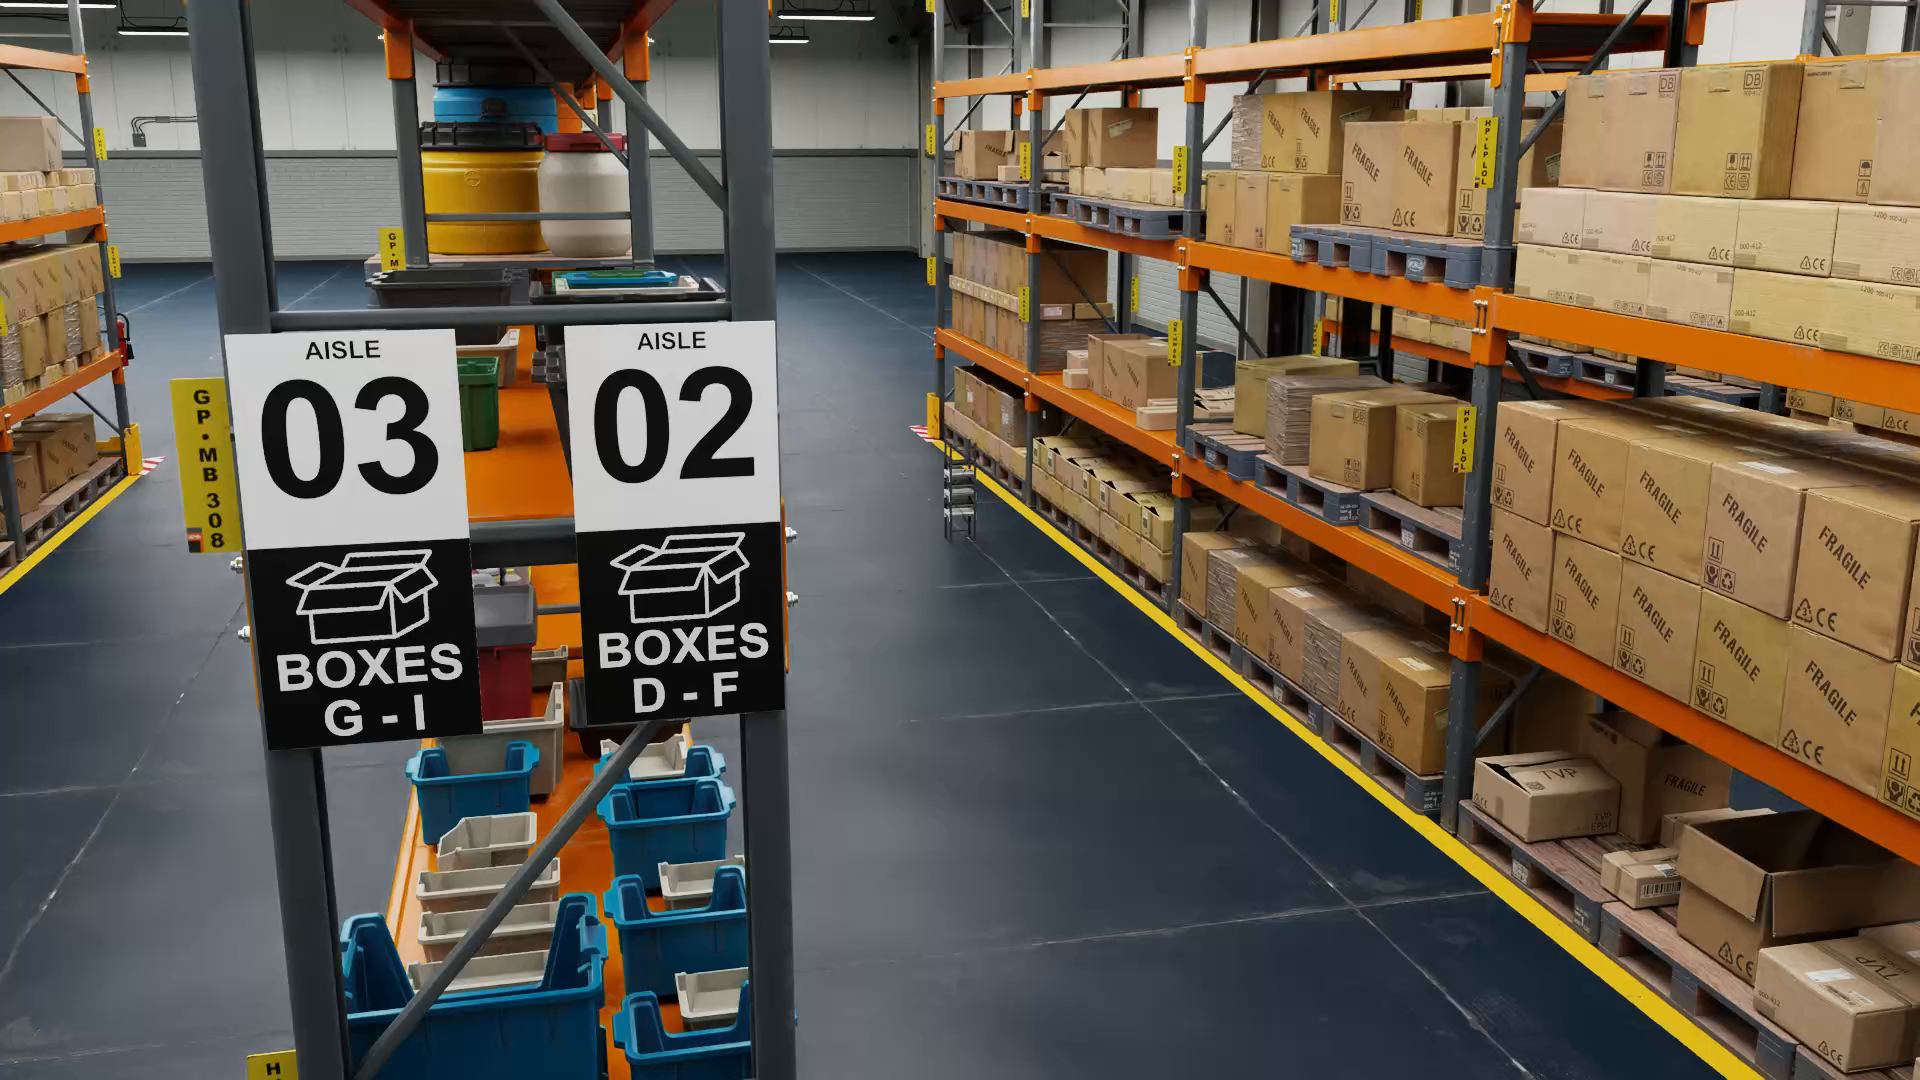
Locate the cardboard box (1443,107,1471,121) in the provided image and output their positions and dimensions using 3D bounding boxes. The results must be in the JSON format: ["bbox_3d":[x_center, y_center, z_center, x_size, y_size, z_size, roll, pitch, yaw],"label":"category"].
[{"bbox_3d":[5.438,-4.313,17.579,0.500,0.500,0.500,-3,14,-10],"label":"cardboard box"}]

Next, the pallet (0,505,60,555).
[{"bbox_3d":[-8.677,-0.054,14.705,1.003,0.211,1.213,-3,14,-13],"label":"pallet"}]

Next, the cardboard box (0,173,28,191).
[{"bbox_3d":[-8.511,-3.168,14.730,0.380,0.149,0.250,-4,14,-14],"label":"cardboard box"}]

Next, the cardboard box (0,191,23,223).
[{"bbox_3d":[-8.471,-2.880,14.392,0.500,0.250,0.500,-3,14,-14],"label":"cardboard box"}]

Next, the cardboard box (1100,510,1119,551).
[{"bbox_3d":[1.484,-0.096,13.907,0.500,0.250,0.500,-3,14,-12],"label":"cardboard box"}]

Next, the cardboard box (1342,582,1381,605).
[{"bbox_3d":[2.783,0.559,10.660,0.500,0.500,0.500,-4,14,-15],"label":"cardboard box"}]

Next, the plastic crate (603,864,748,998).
[{"bbox_3d":[-0.745,1.061,4.490,0.416,0.233,0.300,-3,14,-13],"label":"plastic crate"}]

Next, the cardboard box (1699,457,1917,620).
[{"bbox_3d":[3.225,-0.015,6.351,0.500,0.500,0.500,-3,14,-11],"label":"cardboard box"}]

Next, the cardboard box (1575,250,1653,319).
[{"bbox_3d":[3.011,-1.105,7.124,0.500,0.250,0.500,-3,14,-13],"label":"cardboard box"}]

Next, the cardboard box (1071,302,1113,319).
[{"bbox_3d":[1.270,-2.244,16.214,0.380,0.149,0.250,-3,14,-13],"label":"cardboard box"}]

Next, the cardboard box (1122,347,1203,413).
[{"bbox_3d":[1.674,-1.319,13.797,0.500,0.500,0.500,-4,14,-16],"label":"cardboard box"}]

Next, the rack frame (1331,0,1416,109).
[{"bbox_3d":[5.020,-5.921,20.204,1.000,3.000,0.127,-3,14,-13],"label":"rack frame"}]

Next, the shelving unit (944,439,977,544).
[{"bbox_3d":[0.002,-0.435,14.813,0.258,0.900,0.210,-3,14,-13],"label":"shelving unit"}]

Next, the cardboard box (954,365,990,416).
[{"bbox_3d":[0.235,-1.711,18.941,0.500,0.500,0.500,-3,14,-13],"label":"cardboard box"}]

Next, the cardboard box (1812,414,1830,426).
[{"bbox_3d":[6.801,-0.902,12.785,0.380,0.149,0.250,-3,14,-12],"label":"cardboard box"}]

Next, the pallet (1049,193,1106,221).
[{"bbox_3d":[1.365,-2.969,14.842,0.805,0.209,1.217,-4,14,-15],"label":"pallet"}]

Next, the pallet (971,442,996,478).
[{"bbox_3d":[0.709,-0.921,18.250,1.003,0.211,1.213,-3,14,-13],"label":"pallet"}]

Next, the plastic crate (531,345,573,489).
[{"bbox_3d":[-0.672,-0.262,3.634,0.497,0.269,0.590,-3,14,-13],"label":"plastic crate"}]

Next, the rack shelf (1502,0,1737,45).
[{"bbox_3d":[3.494,-2.064,5.936,1.077,0.370,4.000,-3,14,-13],"label":"rack shelf"}]

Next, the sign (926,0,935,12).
[{"bbox_3d":[-0.335,-6.146,18.819,0.100,0.325,0.005,-3,14,-13],"label":"sign"}]

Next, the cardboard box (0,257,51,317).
[{"bbox_3d":[-8.580,-2.284,15.009,0.500,0.500,0.500,-3,14,-13],"label":"cardboard box"}]

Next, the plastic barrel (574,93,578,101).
[{"bbox_3d":[-3.800,-3.672,15.377,0.600,0.901,0.708,-3,14,-13],"label":"plastic barrel"}]

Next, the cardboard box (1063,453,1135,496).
[{"bbox_3d":[1.235,-0.604,14.805,0.500,0.311,0.500,-4,14,-15],"label":"cardboard box"}]

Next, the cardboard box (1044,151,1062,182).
[{"bbox_3d":[1.156,-3.749,16.639,0.500,0.311,0.500,-4,14,-16],"label":"cardboard box"}]

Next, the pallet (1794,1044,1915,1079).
[{"bbox_3d":[3.757,2.114,5.829,1.003,0.211,1.213,-3,14,-13],"label":"pallet"}]

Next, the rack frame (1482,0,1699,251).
[{"bbox_3d":[3.024,-2.876,7.739,1.000,3.000,0.127,-3,14,-13],"label":"rack frame"}]

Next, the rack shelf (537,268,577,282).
[{"bbox_3d":[-2.262,-1.256,8.942,1.077,0.370,4.000,-3,14,-13],"label":"rack shelf"}]

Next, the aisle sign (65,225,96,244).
[{"bbox_3d":[-9.148,-3.473,17.344,0.394,0.787,0.004,-3,14,-13],"label":"aisle sign"}]

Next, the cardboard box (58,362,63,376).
[{"bbox_3d":[-8.711,-1.601,15.689,0.380,0.149,0.250,-3,14,-13],"label":"cardboard box"}]

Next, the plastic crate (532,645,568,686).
[{"bbox_3d":[-1.821,0.528,6.876,0.396,0.136,0.243,-3,14,-13],"label":"plastic crate"}]

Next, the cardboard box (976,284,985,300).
[{"bbox_3d":[0.393,-2.694,18.058,0.380,0.149,0.250,-3,14,-14],"label":"cardboard box"}]

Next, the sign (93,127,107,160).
[{"bbox_3d":[-8.880,-4.092,17.172,0.100,0.325,0.005,-3,14,-13],"label":"sign"}]

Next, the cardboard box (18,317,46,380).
[{"bbox_3d":[-8.614,-1.674,14.620,0.875,0.500,0.500,-3,14,-13],"label":"cardboard box"}]

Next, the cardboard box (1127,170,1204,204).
[{"bbox_3d":[1.659,-2.827,13.289,0.500,0.250,0.500,-4,14,-14],"label":"cardboard box"}]

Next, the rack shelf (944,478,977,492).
[{"bbox_3d":[0.002,-0.490,14.799,0.258,0.077,0.200,-3,14,-13],"label":"rack shelf"}]

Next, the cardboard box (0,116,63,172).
[{"bbox_3d":[-8.815,-3.728,15.657,0.500,0.500,0.500,-3,14,-13],"label":"cardboard box"}]

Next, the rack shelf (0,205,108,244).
[{"bbox_3d":[-8.955,-2.825,15.366,1.077,0.370,4.000,-3,14,-13],"label":"rack shelf"}]

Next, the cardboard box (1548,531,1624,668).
[{"bbox_3d":[3.002,0.240,7.413,0.500,0.500,0.500,-3,14,-12],"label":"cardboard box"}]

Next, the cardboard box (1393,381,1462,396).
[{"bbox_3d":[5.352,-1.538,19.244,0.700,0.500,0.500,-4,14,-17],"label":"cardboard box"}]

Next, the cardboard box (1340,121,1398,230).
[{"bbox_3d":[2.661,-2.148,9.772,0.600,0.600,0.600,-4,14,-15],"label":"cardboard box"}]

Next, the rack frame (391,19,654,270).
[{"bbox_3d":[-1.792,-2.601,6.612,1.000,3.000,0.127,-3,14,-13],"label":"rack frame"}]

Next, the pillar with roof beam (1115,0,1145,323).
[{"bbox_3d":[-0.978,-8.337,30.089,9.100,9.000,0.400,-3,14,-13],"label":"pillar with roof beam"}]

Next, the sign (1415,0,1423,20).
[{"bbox_3d":[5.564,-6.478,20.181,0.100,0.325,0.005,-3,14,-13],"label":"sign"}]

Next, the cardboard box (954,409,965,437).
[{"bbox_3d":[0.236,-1.347,19.030,0.500,0.250,0.500,-3,14,-13],"label":"cardboard box"}]

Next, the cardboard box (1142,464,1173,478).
[{"bbox_3d":[1.876,-0.520,14.461,0.500,0.311,0.500,-3,14,-14],"label":"cardboard box"}]

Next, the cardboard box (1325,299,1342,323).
[{"bbox_3d":[4.826,-2.814,20.398,0.500,0.250,0.500,-4,14,-15],"label":"cardboard box"}]

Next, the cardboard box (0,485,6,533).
[{"bbox_3d":[-8.540,-0.340,14.382,0.500,0.500,0.500,-4,14,-15],"label":"cardboard box"}]

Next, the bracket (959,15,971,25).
[{"bbox_3d":[0.141,-12.978,41.502,0.235,0.232,0.430,-3,14,-13],"label":"bracket"}]

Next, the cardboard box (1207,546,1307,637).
[{"bbox_3d":[2.042,0.357,11.484,0.500,0.500,0.500,-4,14,-15],"label":"cardboard box"}]

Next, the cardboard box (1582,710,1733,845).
[{"bbox_3d":[3.433,1.154,8.222,0.500,0.500,0.500,-3,14,-13],"label":"cardboard box"}]

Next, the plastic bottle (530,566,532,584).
[{"bbox_3d":[-2.229,0.093,8.331,0.144,0.351,0.185,-3,14,-13],"label":"plastic bottle"}]

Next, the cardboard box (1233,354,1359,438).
[{"bbox_3d":[2.342,-0.998,11.597,0.700,0.500,0.500,-9,16,-32],"label":"cardboard box"}]

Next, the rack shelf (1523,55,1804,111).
[{"bbox_3d":[6.429,-3.994,14.671,1.077,0.370,4.000,-3,14,-13],"label":"rack shelf"}]

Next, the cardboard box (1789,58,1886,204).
[{"bbox_3d":[3.543,-1.498,6.101,0.700,0.500,0.500,-3,14,-13],"label":"cardboard box"}]

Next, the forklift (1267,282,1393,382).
[{"bbox_3d":[3.340,-1.389,14.435,1.130,2.935,3.031,-4,14,-15],"label":"forklift"}]

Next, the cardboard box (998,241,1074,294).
[{"bbox_3d":[0.798,-2.820,17.206,0.700,0.500,0.500,-3,14,-13],"label":"cardboard box"}]
